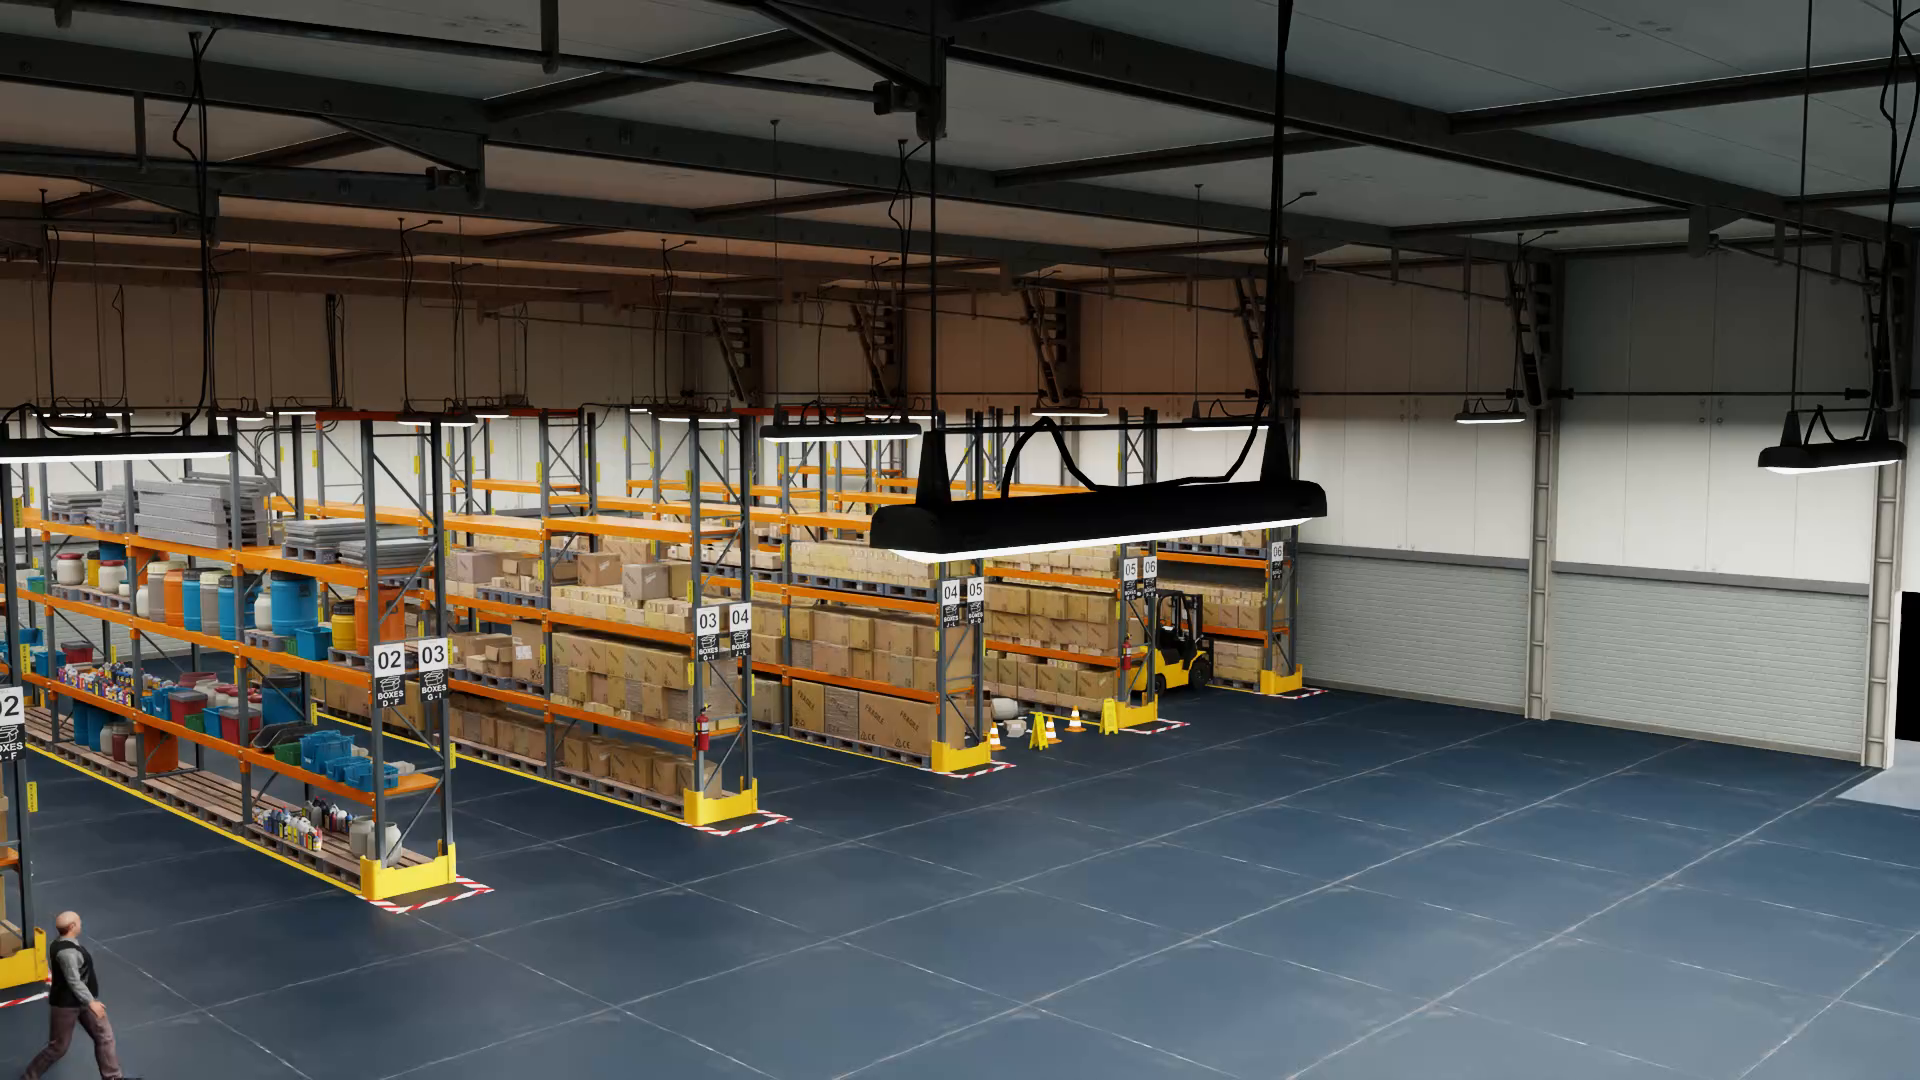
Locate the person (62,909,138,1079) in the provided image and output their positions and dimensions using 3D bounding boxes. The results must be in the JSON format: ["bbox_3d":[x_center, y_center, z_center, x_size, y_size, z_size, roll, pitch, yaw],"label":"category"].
[{"bbox_3d":[-7.768,4.187,15.039,0.515,1.658,0.635,-1,5,-6],"label":"person"}]
